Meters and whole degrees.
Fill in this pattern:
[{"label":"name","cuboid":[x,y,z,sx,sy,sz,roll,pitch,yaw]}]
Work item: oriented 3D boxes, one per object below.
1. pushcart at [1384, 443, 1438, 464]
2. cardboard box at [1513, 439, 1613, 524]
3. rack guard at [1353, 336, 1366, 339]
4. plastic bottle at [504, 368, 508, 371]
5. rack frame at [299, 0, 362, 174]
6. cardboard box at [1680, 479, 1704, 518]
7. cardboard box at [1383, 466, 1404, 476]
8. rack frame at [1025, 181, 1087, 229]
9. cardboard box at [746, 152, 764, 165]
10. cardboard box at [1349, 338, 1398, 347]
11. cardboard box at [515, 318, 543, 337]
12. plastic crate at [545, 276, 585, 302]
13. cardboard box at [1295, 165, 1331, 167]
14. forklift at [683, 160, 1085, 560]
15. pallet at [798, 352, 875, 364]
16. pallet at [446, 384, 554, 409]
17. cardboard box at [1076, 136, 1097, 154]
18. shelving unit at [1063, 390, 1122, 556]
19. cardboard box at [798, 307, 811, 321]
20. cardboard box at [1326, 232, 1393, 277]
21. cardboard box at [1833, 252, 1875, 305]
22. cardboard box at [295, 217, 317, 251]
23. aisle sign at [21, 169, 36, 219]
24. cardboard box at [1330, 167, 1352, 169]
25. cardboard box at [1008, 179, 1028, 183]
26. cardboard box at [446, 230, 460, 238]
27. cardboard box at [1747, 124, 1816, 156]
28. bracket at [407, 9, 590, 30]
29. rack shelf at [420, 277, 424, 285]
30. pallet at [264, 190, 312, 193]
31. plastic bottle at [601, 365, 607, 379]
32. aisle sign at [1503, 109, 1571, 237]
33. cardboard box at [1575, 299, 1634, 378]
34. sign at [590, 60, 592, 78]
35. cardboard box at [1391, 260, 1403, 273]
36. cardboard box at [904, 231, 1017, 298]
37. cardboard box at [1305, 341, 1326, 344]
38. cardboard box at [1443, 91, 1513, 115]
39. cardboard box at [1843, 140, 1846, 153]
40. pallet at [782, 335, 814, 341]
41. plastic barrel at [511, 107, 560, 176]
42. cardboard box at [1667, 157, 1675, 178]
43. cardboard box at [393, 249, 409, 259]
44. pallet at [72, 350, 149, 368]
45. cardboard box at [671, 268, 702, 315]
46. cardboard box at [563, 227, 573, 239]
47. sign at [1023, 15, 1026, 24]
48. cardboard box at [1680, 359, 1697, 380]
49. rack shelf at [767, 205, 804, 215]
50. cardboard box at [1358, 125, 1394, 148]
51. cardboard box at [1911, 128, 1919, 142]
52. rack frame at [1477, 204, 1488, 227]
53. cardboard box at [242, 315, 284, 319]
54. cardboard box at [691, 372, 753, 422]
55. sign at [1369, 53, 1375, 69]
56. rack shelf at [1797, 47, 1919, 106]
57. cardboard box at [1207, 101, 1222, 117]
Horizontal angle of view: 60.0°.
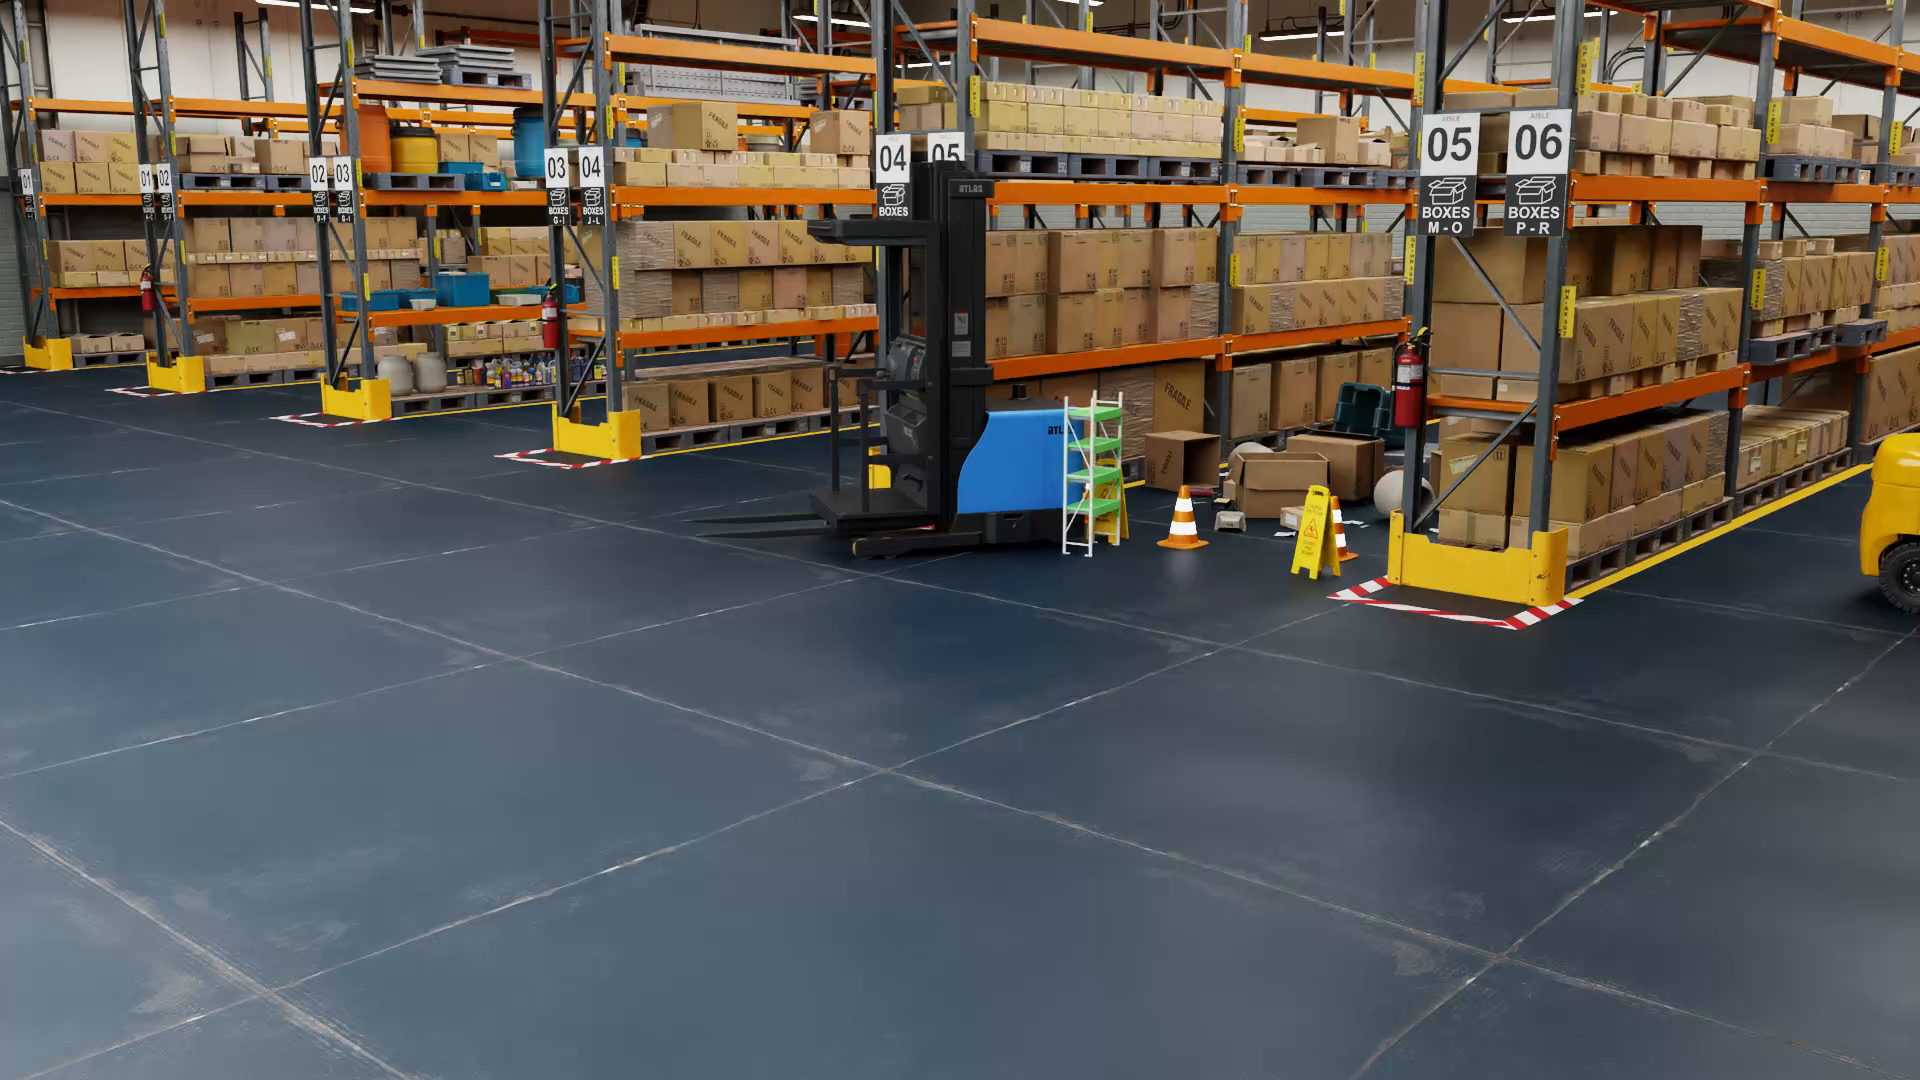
[{"label":"pushcart","cuboid":[4.386,-0.703,15.767,1.648,0.377,0.936,4,12,21]},{"label":"cardboard box","cuboid":[4.247,-0.425,11.712,0.500,0.500,0.500,9,14,38]},{"label":"rack guard","cuboid":[6.625,-3.526,29.588,1.175,0.500,0.348,10,15,40]},{"label":"plastic bottle","cuboid":[-6.286,-2.275,22.962,0.097,0.201,0.097,0,11,0]},{"label":"rack frame","cuboid":[-7.673,-5.976,20.158,1.000,3.000,0.127,10,15,40]},{"label":"cardboard box","cuboid":[5.599,-0.358,13.291,0.500,0.250,0.500,9,15,39]},{"label":"cardboard box","cuboid":[3.982,-0.518,15.128,0.258,0.266,0.396,0,11,1]},{"label":"rack frame","cuboid":[1.328,-3.571,23.433,1.000,3.000,0.127,10,15,40]},{"label":"cardboard box","cuboid":[-2.420,-4.268,18.626,0.380,0.149,0.250,9,14,38]},{"label":"cardboard box","cuboid":[5.242,-2.397,20.951,0.500,0.250,0.500,9,15,39]},{"label":"cardboard box","cuboid":[-7.278,-3.652,28.351,0.500,0.311,0.500,10,15,42]},{"label":"plastic crate","cuboid":[-5.474,-3.532,23.395,0.767,0.338,0.504,10,15,40]},{"label":"cardboard box","cuboid":[4.013,-4.416,19.058,0.500,0.250,0.500,10,15,42]},{"label":"forklift","cuboid":[-0.600,-1.401,12.743,3.031,2.935,1.130,-3,12,-17]},{"label":"pallet","cuboid":[-1.903,-2.965,27.520,1.003,0.211,1.213,10,15,40]},{"label":"pallet","cuboid":[-6.313,-1.982,22.595,1.003,0.211,1.213,10,15,40]},{"label":"cardboard box","cuboid":[1.006,-3.535,14.909,0.380,0.149,0.250,10,15,40]},{"label":"shelving unit","cuboid":[1.017,-0.518,12.740,0.258,1.200,0.503,7,13,30]},{"label":"cardboard box","cuboid":[-1.961,-2.654,19.484,0.380,0.149,0.250,10,15,40]},{"label":"cardboard box","cuboid":[4.683,-3.390,19.715,0.700,0.500,0.500,10,15,40]},{"label":"cardboard box","cuboid":[8.681,-2.588,16.423,0.500,0.500,0.500,9,15,39]},{"label":"cardboard box","cuboid":[-10.033,-4.662,25.324,0.700,0.500,0.500,10,15,40]},{"label":"aisle sign","cuboid":[-14.937,-5.541,26.657,0.394,0.787,0.004,10,15,40]},{"label":"cardboard box","cuboid":[6.306,-6.440,28.553,0.700,0.500,0.500,9,14,37]},{"label":"cardboard box","cuboid":[0.548,-4.719,21.902,0.500,0.250,0.500,10,15,42]},{"label":"cardboard box","cuboid":[-10.040,-6.021,32.662,0.380,0.149,0.250,7,14,33]},{"label":"cardboard box","cuboid":[6.818,-3.339,13.922,0.500,0.250,0.500,9,15,39]},{"label":"bracket","cuboid":[-9.101,-10.514,33.688,0.076,0.066,4.783,10,15,40]},{"label":"rack shelf","cuboid":[-11.155,-4.845,31.649,1.077,0.370,4.000,10,15,40]},{"label":"pallet","cuboid":[-11.987,-6.360,30.216,1.213,0.211,1.003,10,15,40]},{"label":"plastic bottle","cuboid":[-5.038,-2.373,23.454,0.097,0.201,0.097,0,11,0]},{"label":"aisle sign","cuboid":[3.683,-2.338,10.624,0.394,0.787,0.004,10,15,40]},{"label":"cardboard box","cuboid":[4.352,-1.418,11.639,0.500,0.500,0.500,10,15,42]},{"label":"sign","cuboid":[-6.525,-8.360,29.505,0.100,0.325,0.005,10,15,40]},{"label":"cardboard box","cuboid":[5.441,-3.333,20.291,0.380,0.149,0.250,10,15,40]},{"label":"cardboard box","cuboid":[-0.020,-2.391,14.382,0.875,0.550,0.550,10,15,40]},{"label":"cardboard box","cuboid":[5.646,-3.674,28.299,0.875,0.875,0.875,10,15,40]},{"label":"cardboard box","cuboid":[3.493,-2.940,11.218,0.380,0.149,0.250,10,15,41]},{"label":"cardboard box","cuboid":[7.787,-3.583,15.572,0.797,0.503,0.637,10,15,40]},{"label":"pallet","cuboid":[-3.016,-4.174,33.573,1.003,0.211,1.213,10,15,40]},{"label":"plastic barrel","cuboid":[-5.770,-5.413,22.644,0.600,0.901,0.708,10,15,40]},{"label":"cardboard box","cuboid":[4.948,-2.702,12.064,0.380,0.149,0.250,9,15,39]},{"label":"cardboard box","cuboid":[-8.935,-4.527,26.308,0.380,0.149,0.250,9,15,39]},{"label":"pallet","cuboid":[-14.502,-3.074,28.063,1.003,0.211,1.213,10,15,40]},{"label":"cardboard box","cuboid":[-3.329,-2.755,18.334,0.875,0.500,0.500,10,15,40]},{"label":"cardboard box","cuboid":[-8.327,-6.327,34.252,0.500,0.250,0.500,9,15,39]},{"label":"sign","cuboid":[0.909,-7.120,23.095,0.100,0.325,0.005,10,15,40]},{"label":"cardboard box","cuboid":[5.480,-1.342,12.911,0.380,0.149,0.250,9,15,40]},{"label":"rack shelf","cuboid":[-2.150,-6.853,34.044,1.077,0.370,4.000,10,15,40]},{"label":"cardboard box","cuboid":[5.059,-4.903,20.235,0.396,0.266,0.258,10,15,40]},{"label":"cardboard box","cuboid":[12.279,-4.858,20.623,0.637,0.503,0.797,-11,16,-43]},{"label":"rack frame","cuboid":[7.627,-3.504,23.094,1.000,3.000,0.127,10,15,40]},{"label":"cardboard box","cuboid":[-10.612,-3.167,25.443,0.500,0.500,0.500,10,15,40]},{"label":"cardboard box","cuboid":[-2.732,-1.646,19.104,0.500,0.500,0.500,-10,15,-42]},{"label":"sign","cuboid":[7.007,-8.115,28.277,0.100,0.325,0.005,10,15,40]},{"label":"rack shelf","cuboid":[10.092,-4.977,18.013,1.077,0.370,4.000,10,15,40]},{"label":"cardboard box","cuboid":[2.345,-4.225,16.327,0.380,0.149,0.250,10,15,40]}]
